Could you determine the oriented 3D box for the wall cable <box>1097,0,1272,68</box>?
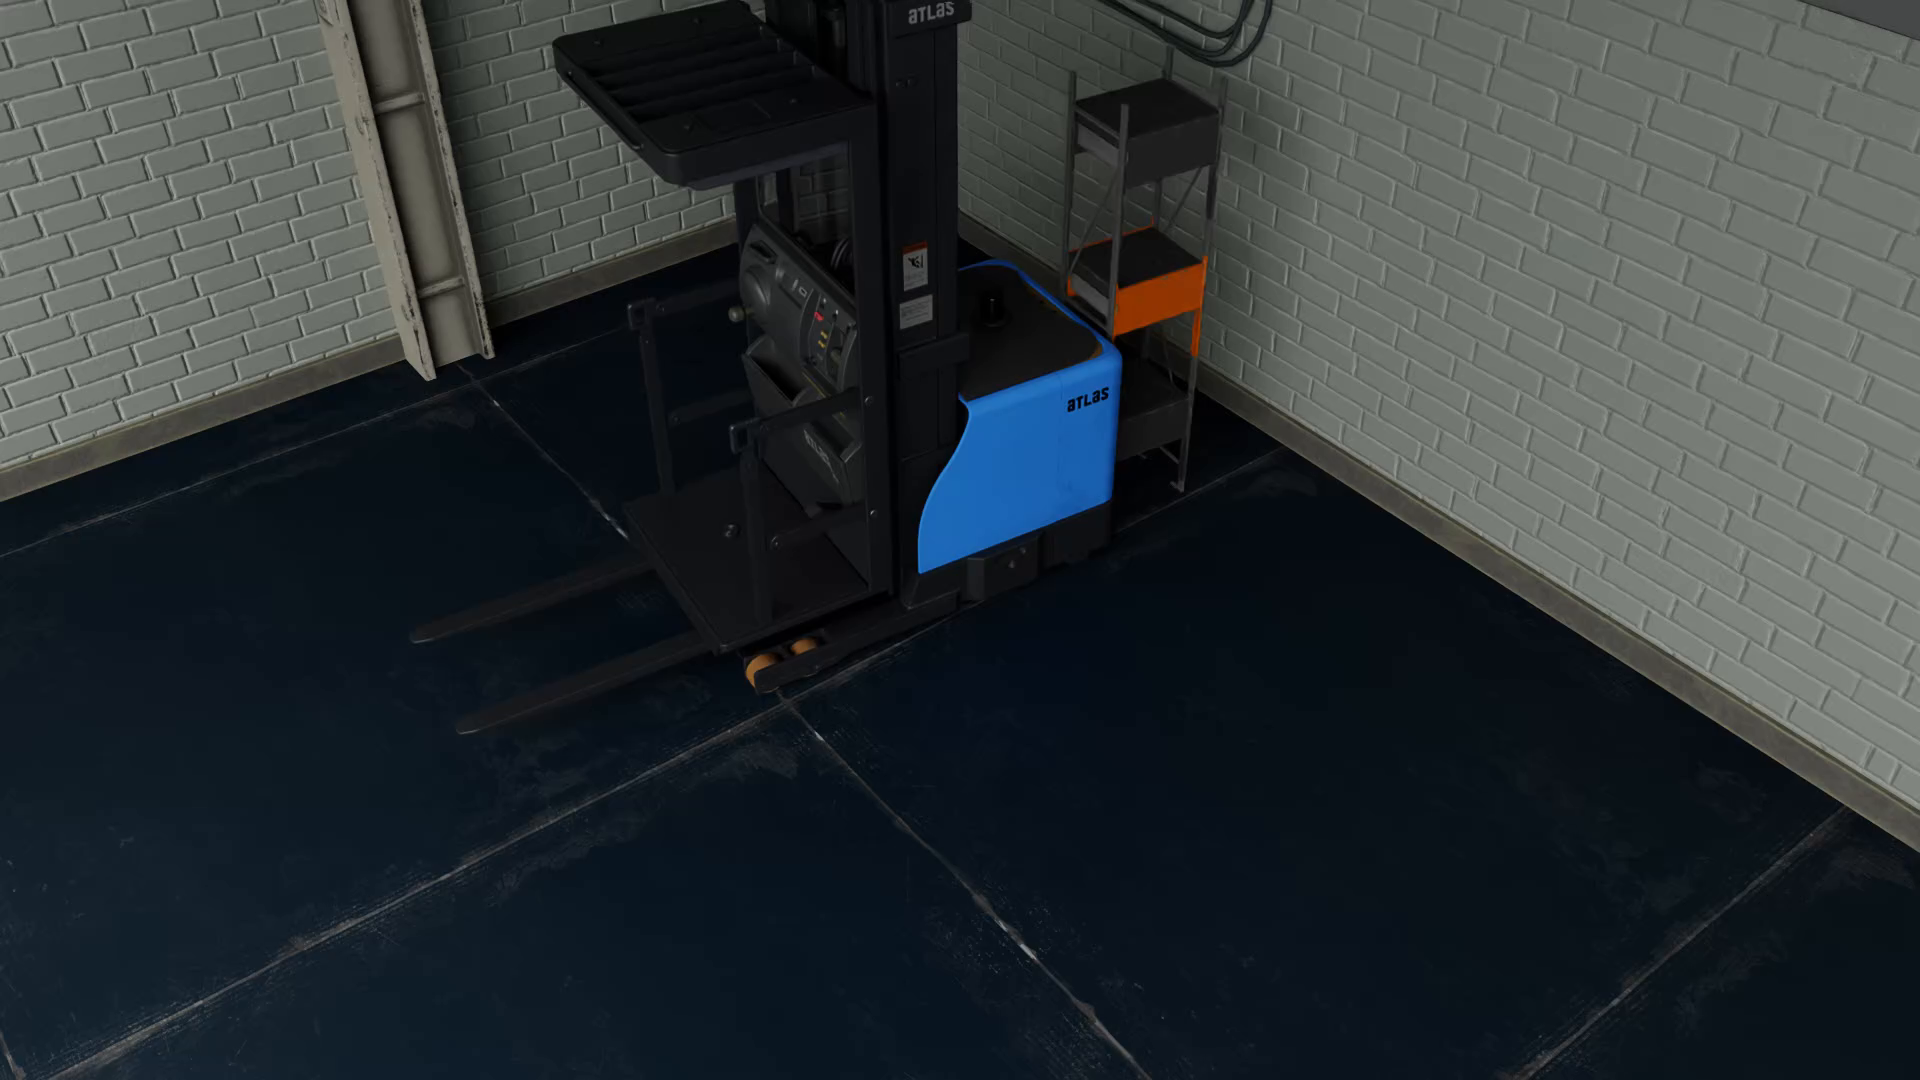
[{"bbox_3d":[0.394,-3.744,7.667,0.112,2.526,3.097,-26,46,-28],"label":"wall cable"}]

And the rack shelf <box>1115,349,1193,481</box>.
[{"bbox_3d":[0.764,-0.521,7.855,0.480,0.518,0.431,-21,44,-23],"label":"rack shelf"}]

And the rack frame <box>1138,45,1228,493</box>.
[{"bbox_3d":[0.974,-1.152,7.499,0.015,2.100,0.400,-21,44,-23],"label":"rack frame"}]

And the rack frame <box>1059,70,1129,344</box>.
[{"bbox_3d":[0.555,-0.993,7.305,0.015,2.100,0.400,-21,44,-23],"label":"rack frame"}]

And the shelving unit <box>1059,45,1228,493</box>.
[{"bbox_3d":[0.764,-1.073,7.402,0.503,2.100,0.431,-21,44,-23],"label":"shelving unit"}]

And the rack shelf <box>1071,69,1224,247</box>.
[{"bbox_3d":[0.764,-1.603,6.967,0.480,0.518,0.431,-21,44,-23],"label":"rack shelf"}]

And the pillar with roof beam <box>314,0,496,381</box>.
[{"bbox_3d":[-0.124,-2.306,3.466,0.400,9.000,9.100,-26,46,-28],"label":"pillar with roof beam"}]

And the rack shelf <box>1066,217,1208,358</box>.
[{"bbox_3d":[0.764,-1.062,7.411,0.480,0.518,0.431,-21,44,-23],"label":"rack shelf"}]

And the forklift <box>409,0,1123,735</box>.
[{"bbox_3d":[-0.822,-0.877,6.509,3.031,2.935,1.130,-21,44,-23],"label":"forklift"}]
